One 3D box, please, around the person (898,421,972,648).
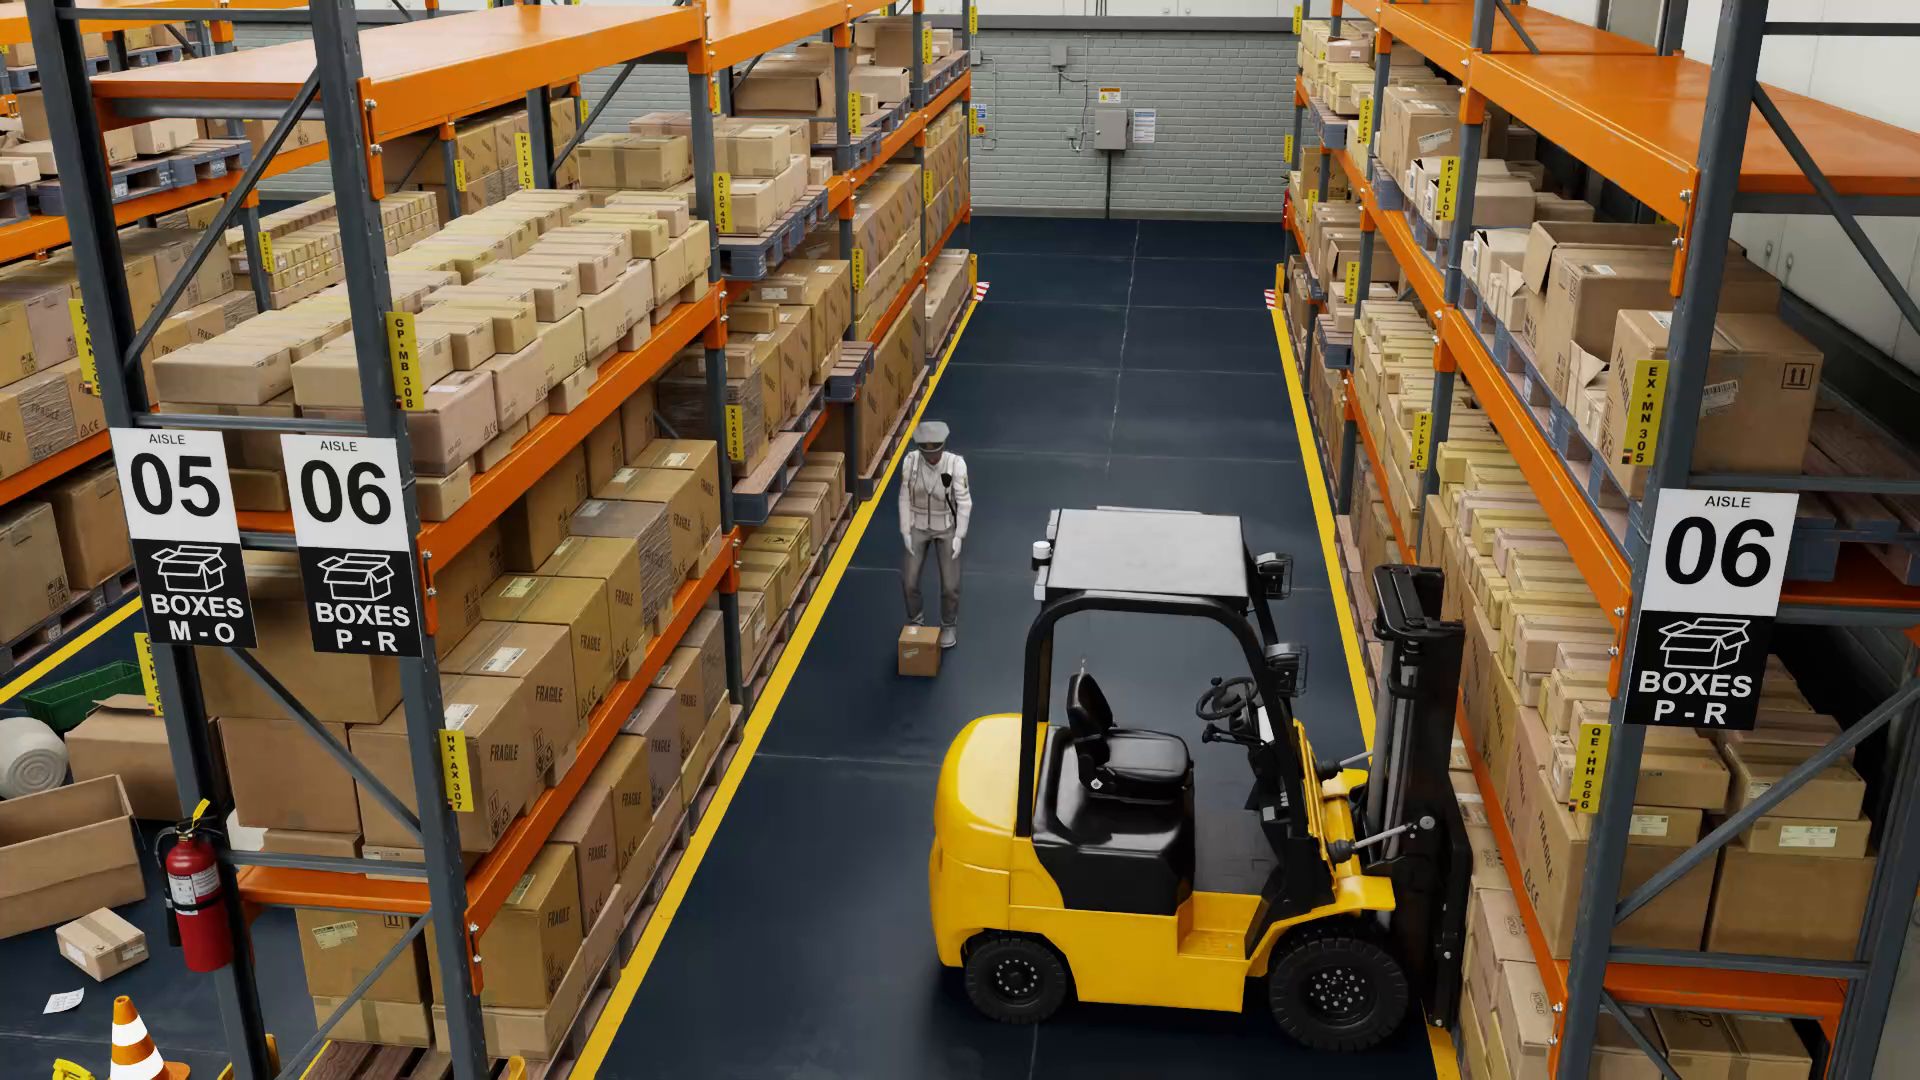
[{"bbox_3d":[-0.172,-0.043,11.295,0.508,1.604,0.485,4,22,10],"label":"person"}]
